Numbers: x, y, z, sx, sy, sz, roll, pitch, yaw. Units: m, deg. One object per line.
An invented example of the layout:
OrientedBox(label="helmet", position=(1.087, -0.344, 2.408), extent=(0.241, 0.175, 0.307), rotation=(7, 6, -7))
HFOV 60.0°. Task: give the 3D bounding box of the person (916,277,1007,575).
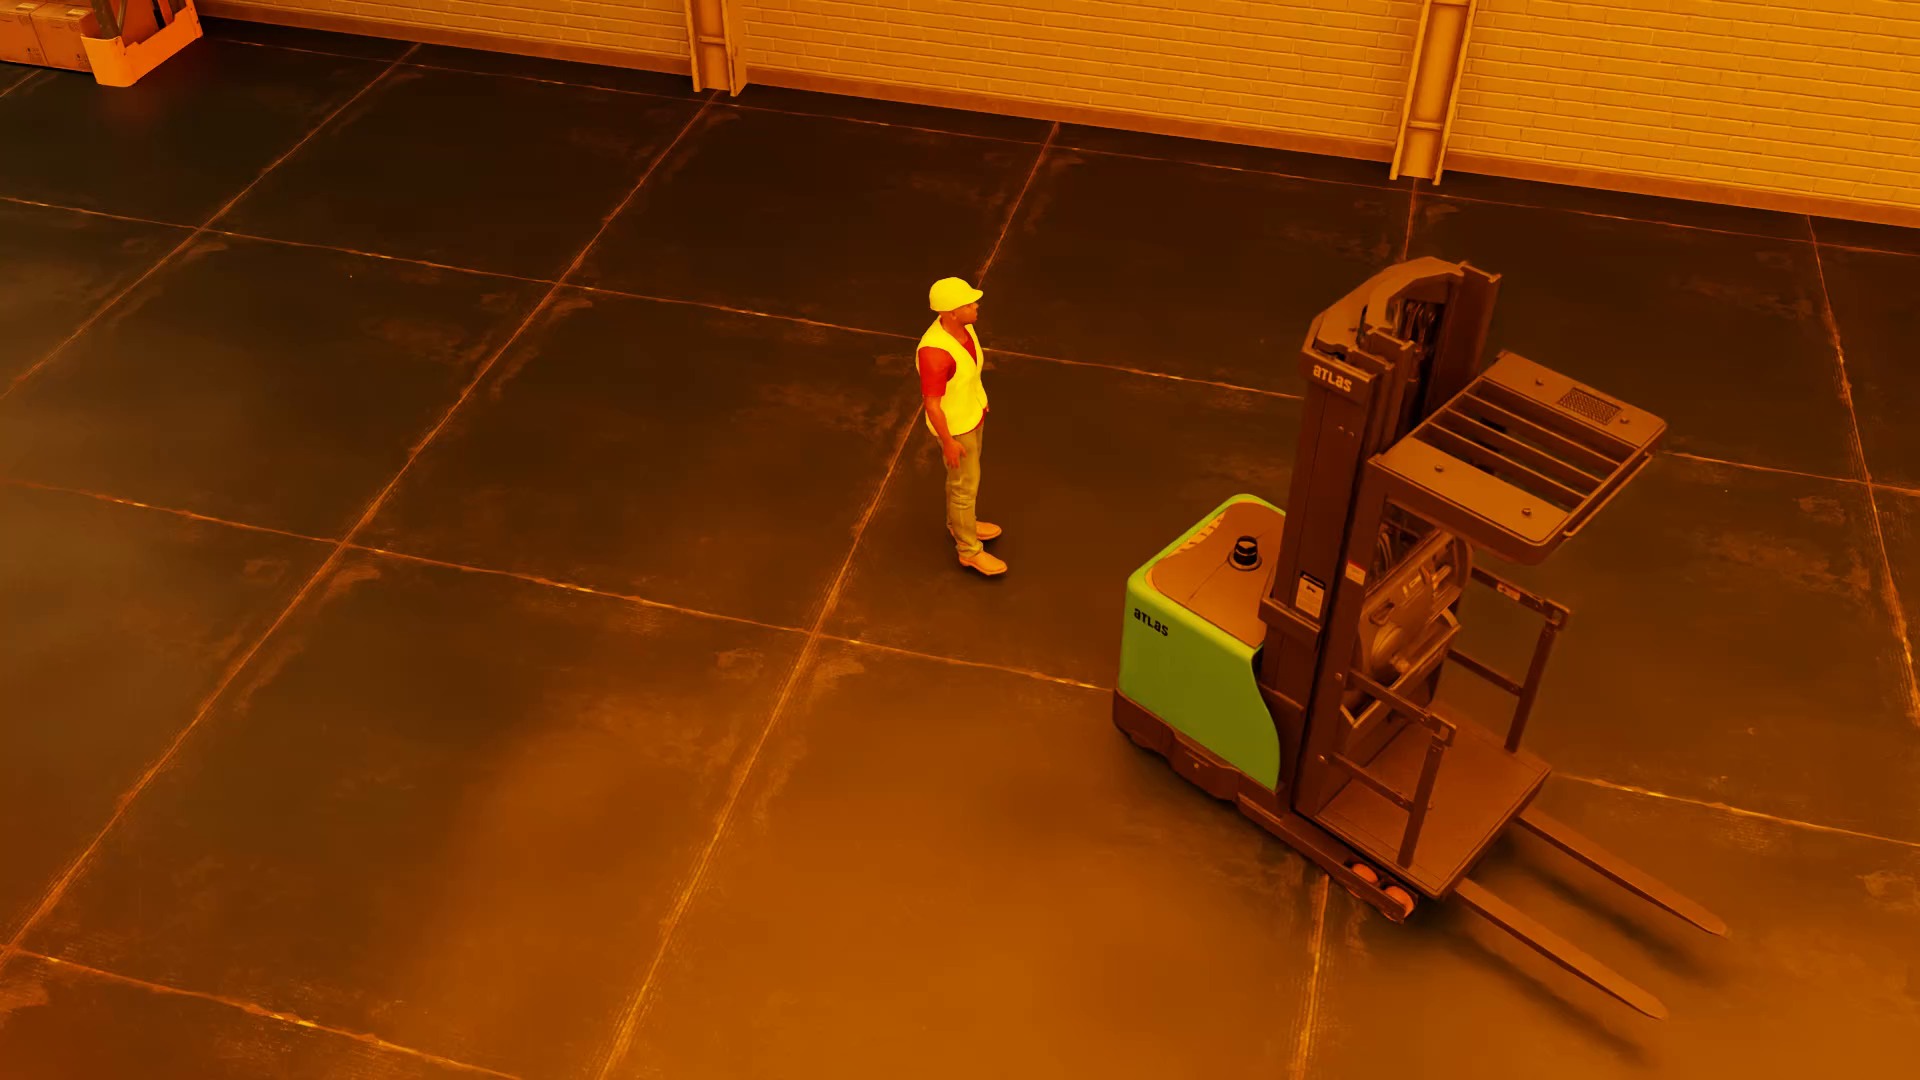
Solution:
OrientedBox(label="person", position=(0.066, -0.684, 9.455), extent=(0.574, 1.767, 0.666), rotation=(10, 42, 11))

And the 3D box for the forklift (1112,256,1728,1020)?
OrientedBox(label="forklift", position=(2.229, 0.335, 7.480), extent=(3.031, 2.935, 1.130), rotation=(32, 50, 31))
